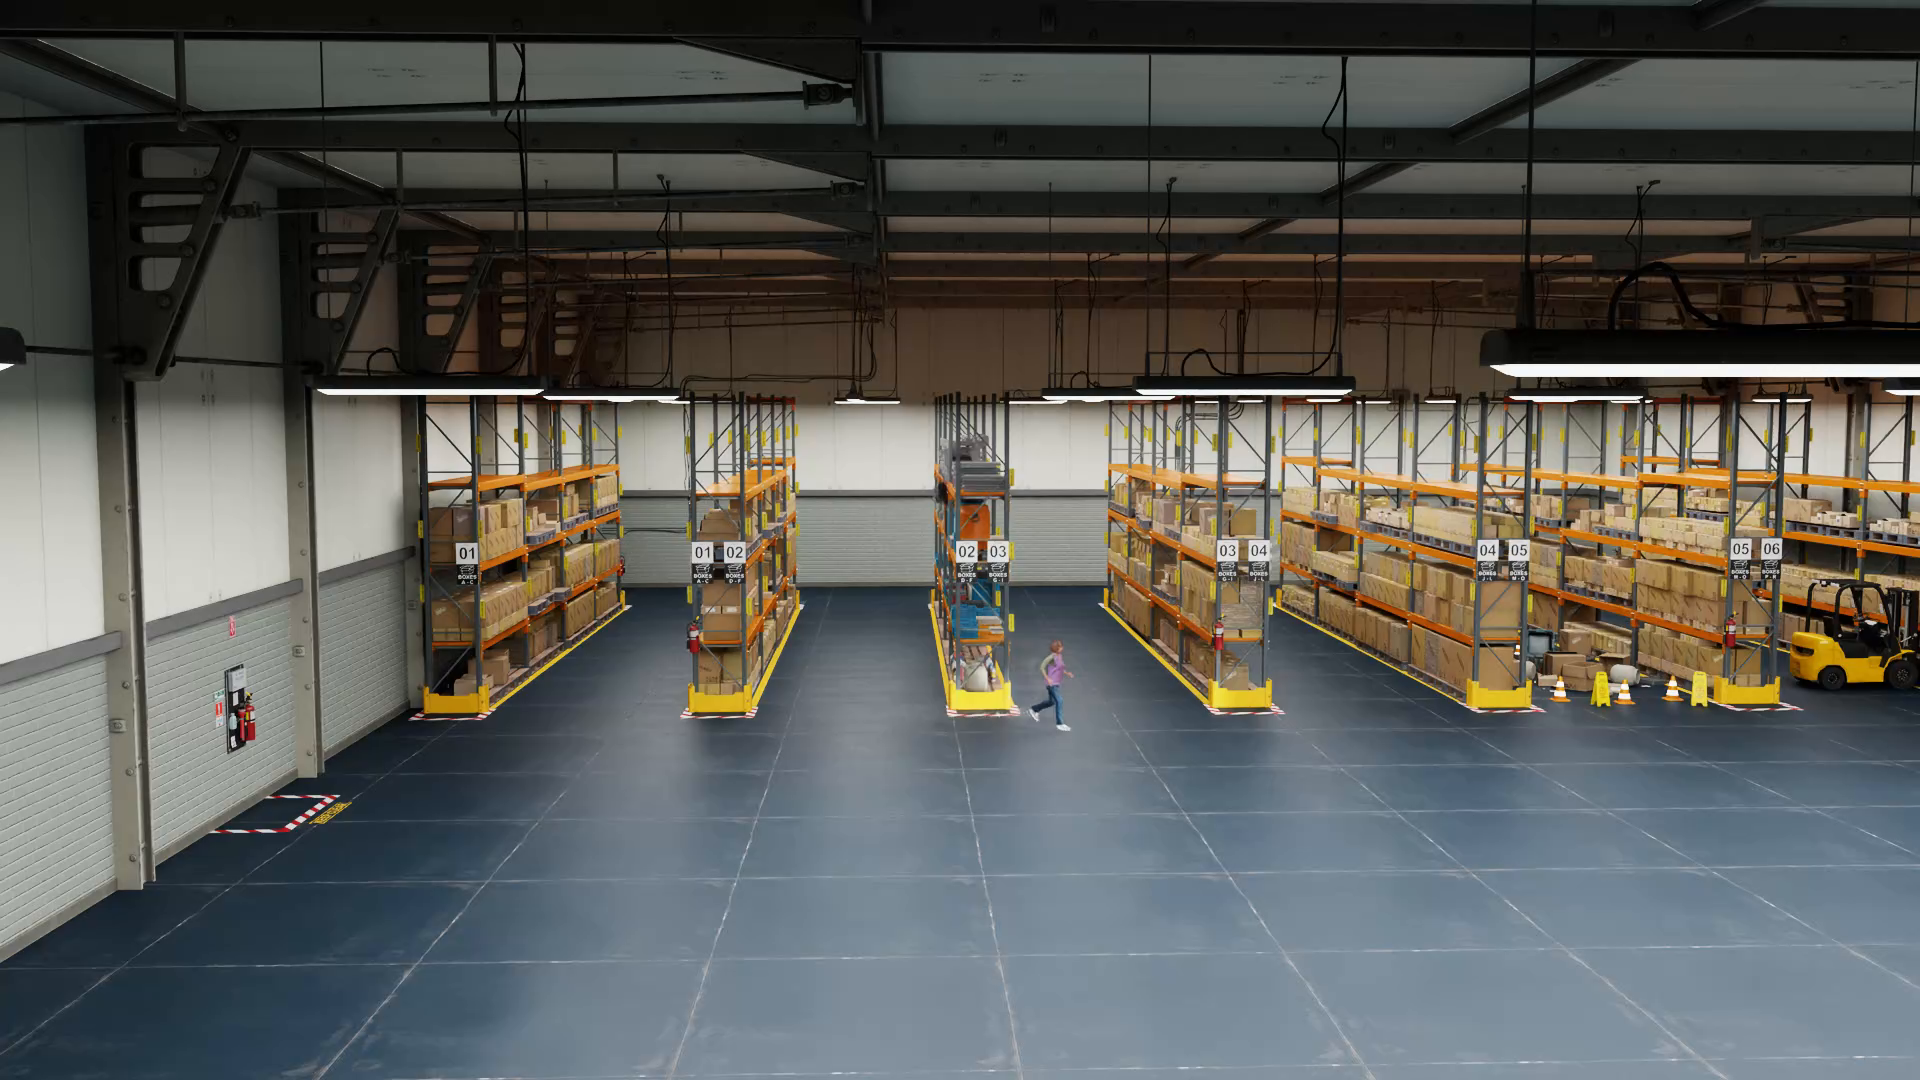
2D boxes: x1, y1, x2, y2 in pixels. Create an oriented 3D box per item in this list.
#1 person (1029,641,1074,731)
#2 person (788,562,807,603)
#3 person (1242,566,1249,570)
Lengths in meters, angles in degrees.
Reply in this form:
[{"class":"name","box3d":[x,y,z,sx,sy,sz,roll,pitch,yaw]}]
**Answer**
[{"class":"person","box3d":[1.587,2.585,29.559,0.848,1.562,0.518,2,5,27]},{"class":"person","box3d":[-4.925,0.968,48.288,0.960,1.754,0.708,0,5,5]},{"class":"person","box3d":[8.415,1.014,48.157,0.703,1.740,0.656,4,6,39]}]
